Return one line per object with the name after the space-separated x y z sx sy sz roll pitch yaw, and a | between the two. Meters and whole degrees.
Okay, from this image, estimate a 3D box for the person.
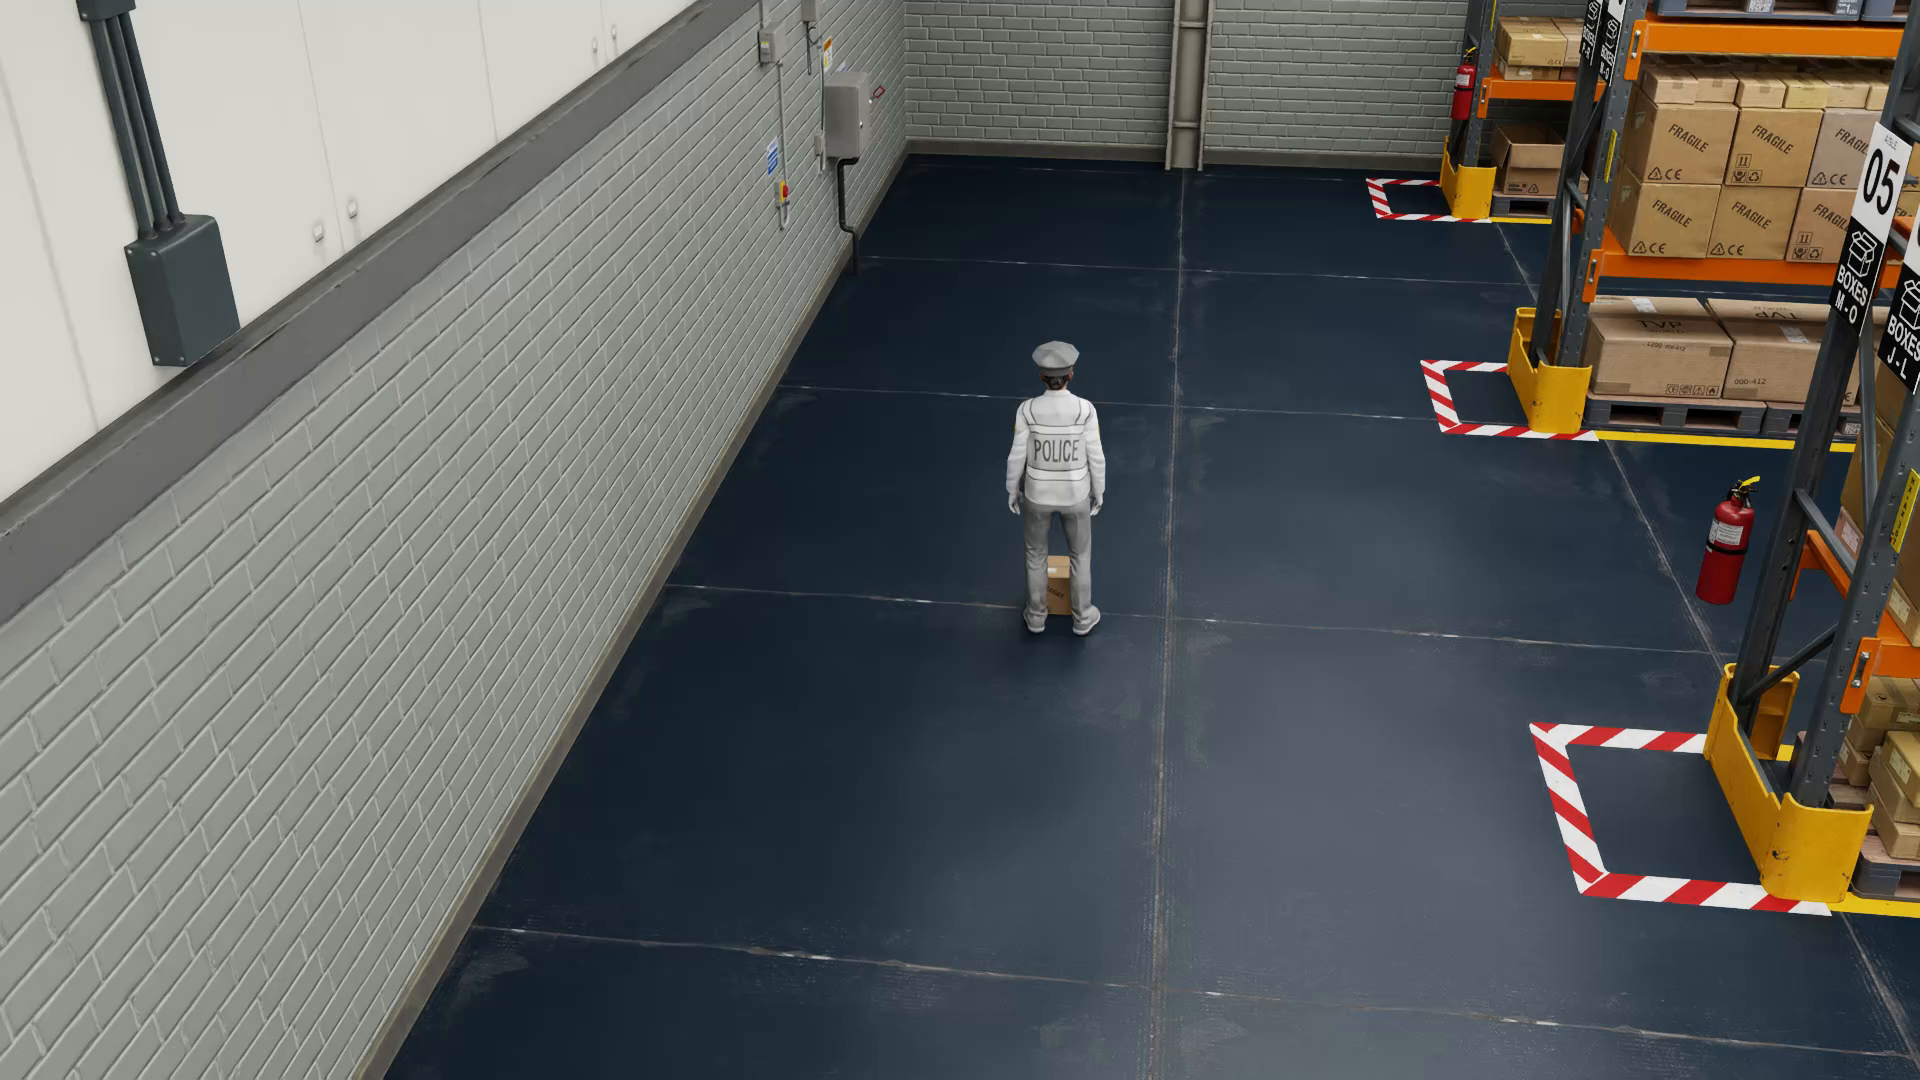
0.524 -0.248 9.072 0.545 1.667 0.370 2 29 4 | person
